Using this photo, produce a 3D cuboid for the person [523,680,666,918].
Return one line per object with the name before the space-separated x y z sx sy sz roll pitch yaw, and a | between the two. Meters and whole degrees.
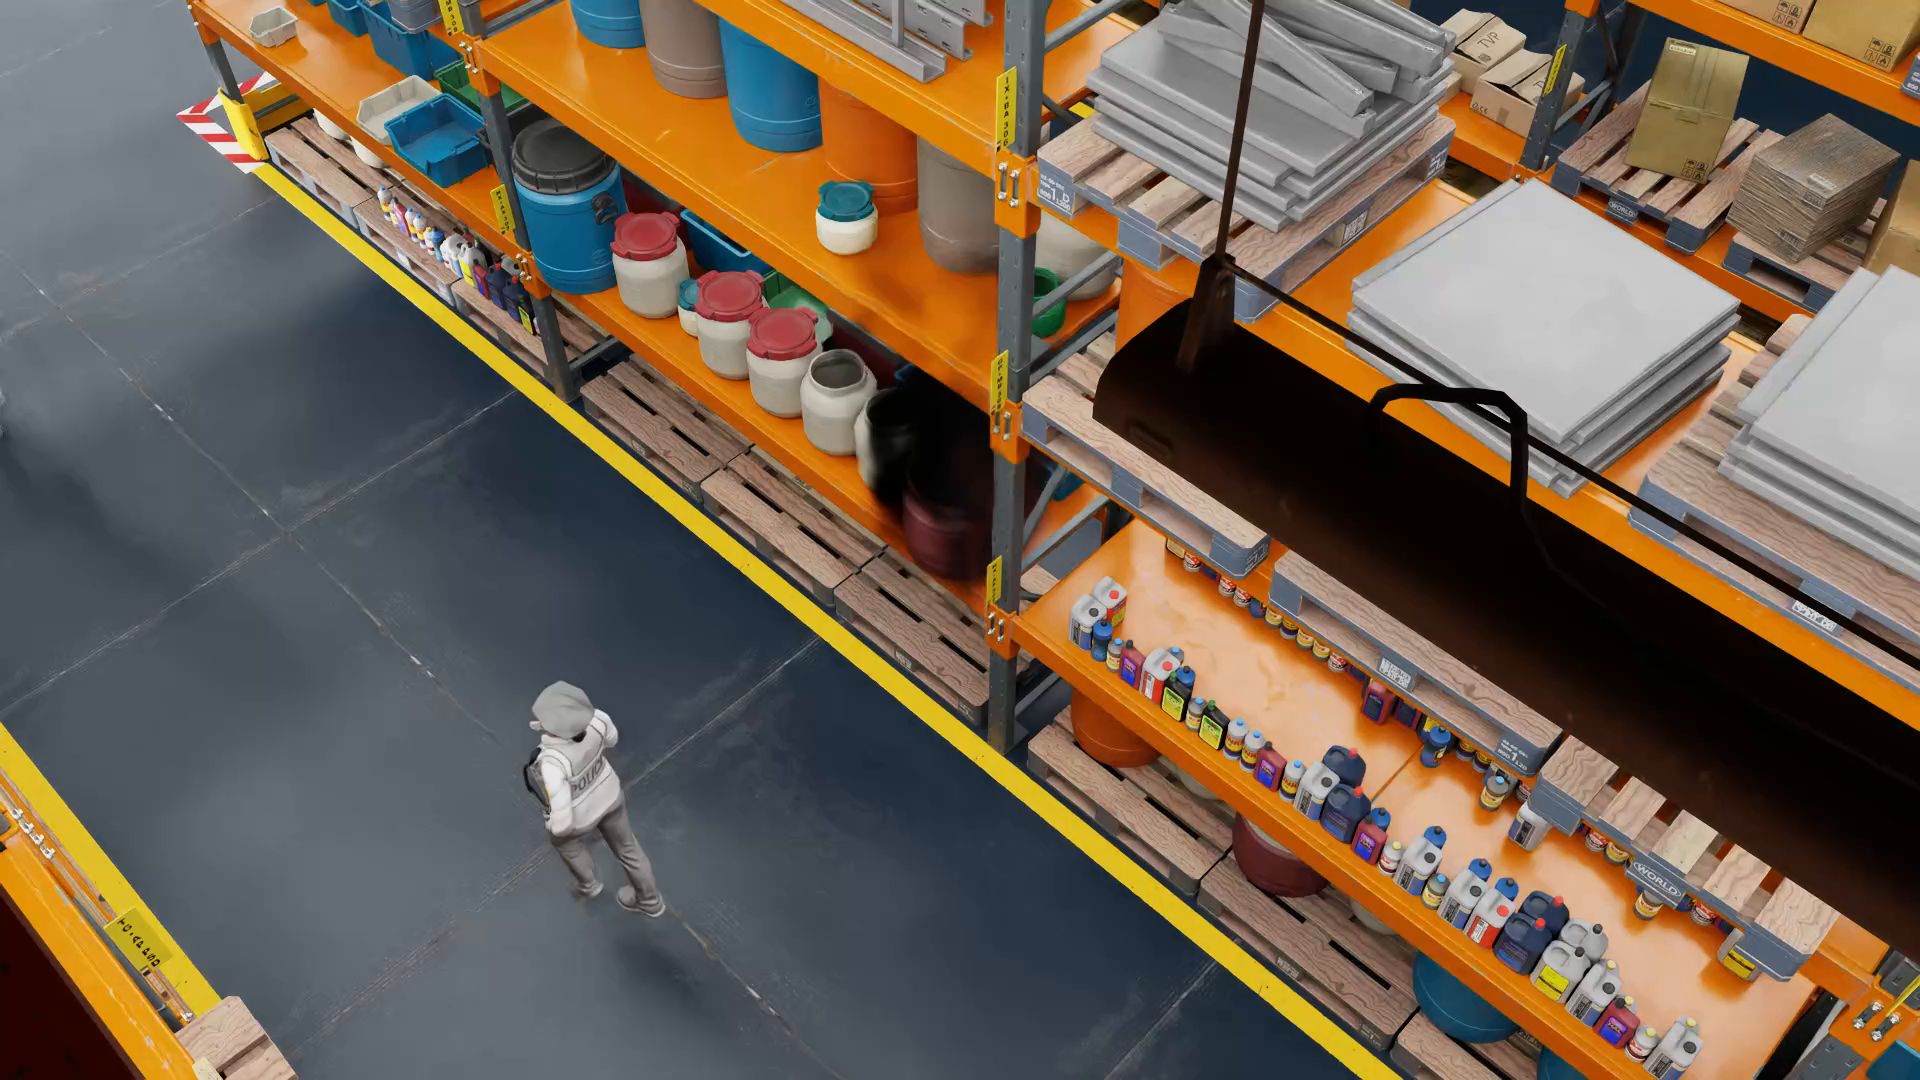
person | -1.787 1.264 7.888 0.705 1.794 0.590 31 57 23
